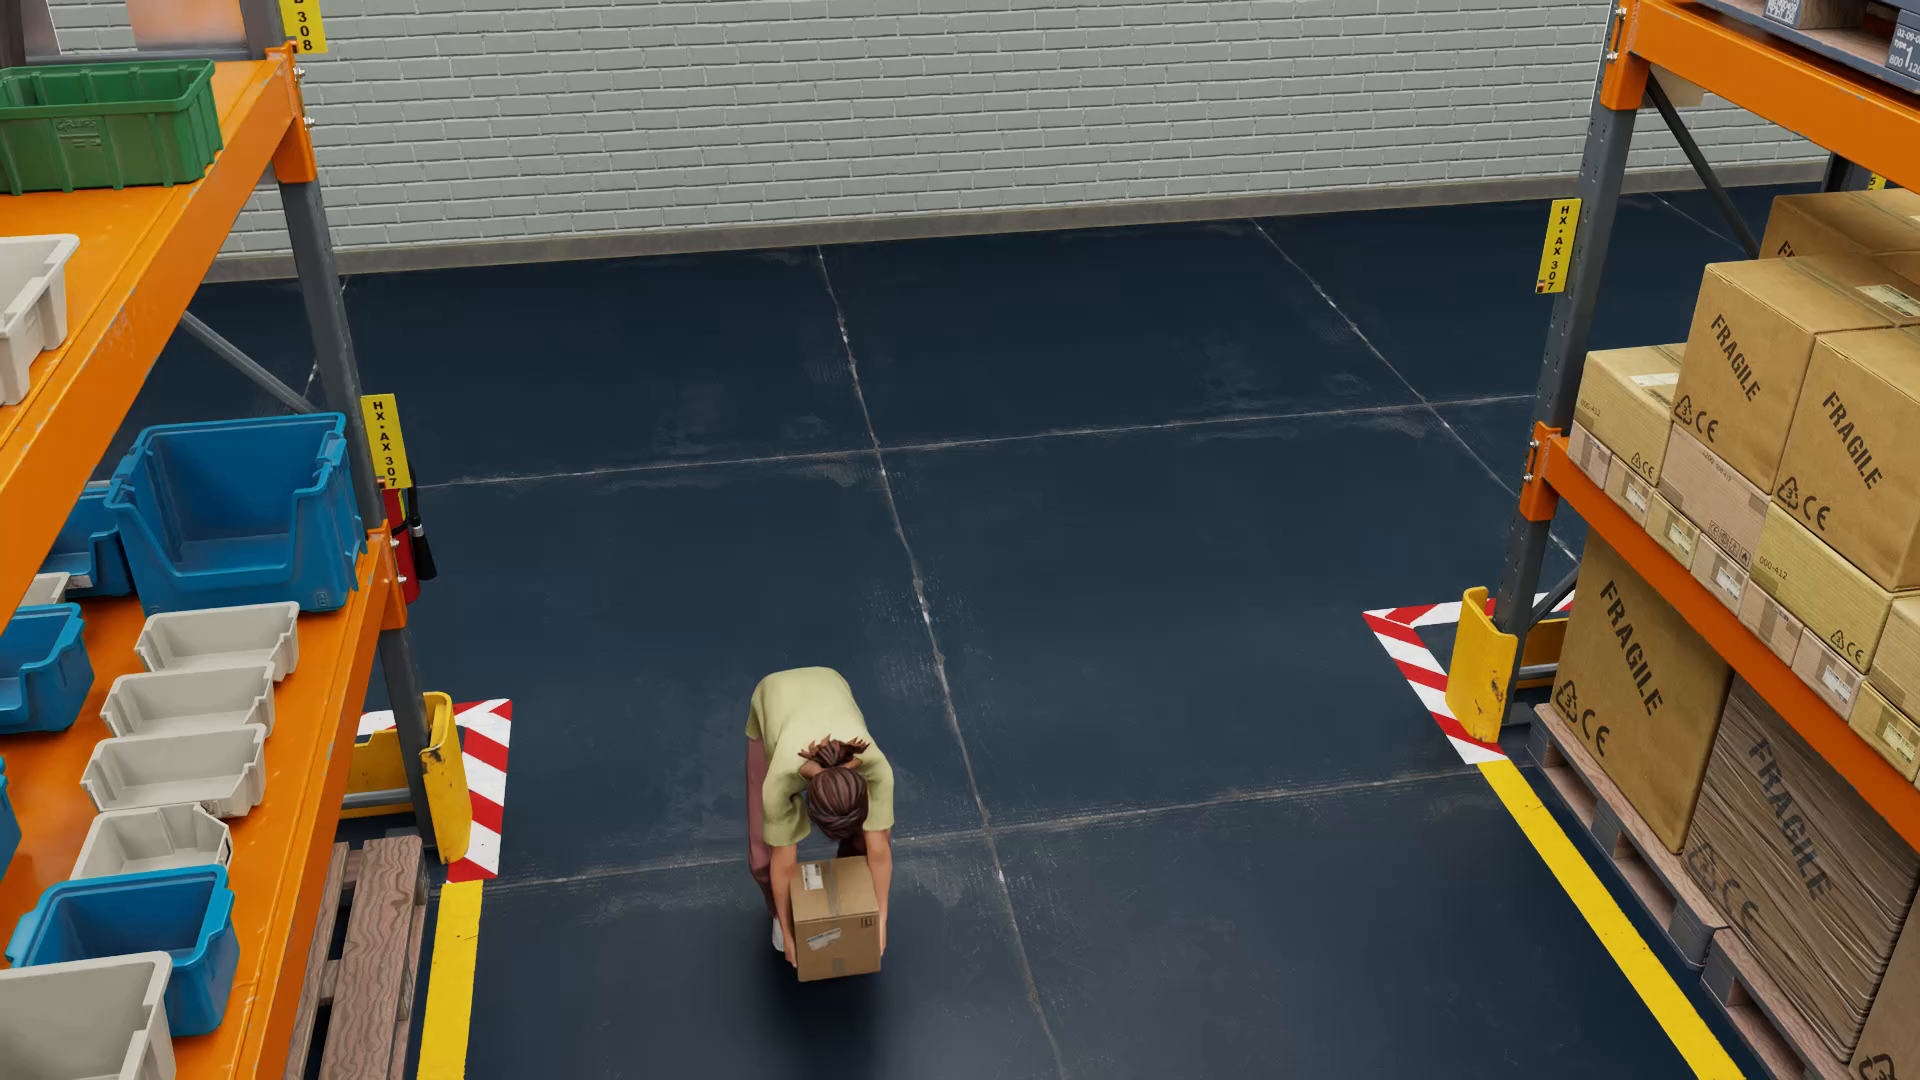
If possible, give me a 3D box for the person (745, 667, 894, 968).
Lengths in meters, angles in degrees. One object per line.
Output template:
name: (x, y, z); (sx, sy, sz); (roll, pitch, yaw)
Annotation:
person: (-0.436, 0.922, 5.196); (0.452, 1.051, 0.863); (-7, 31, -11)
